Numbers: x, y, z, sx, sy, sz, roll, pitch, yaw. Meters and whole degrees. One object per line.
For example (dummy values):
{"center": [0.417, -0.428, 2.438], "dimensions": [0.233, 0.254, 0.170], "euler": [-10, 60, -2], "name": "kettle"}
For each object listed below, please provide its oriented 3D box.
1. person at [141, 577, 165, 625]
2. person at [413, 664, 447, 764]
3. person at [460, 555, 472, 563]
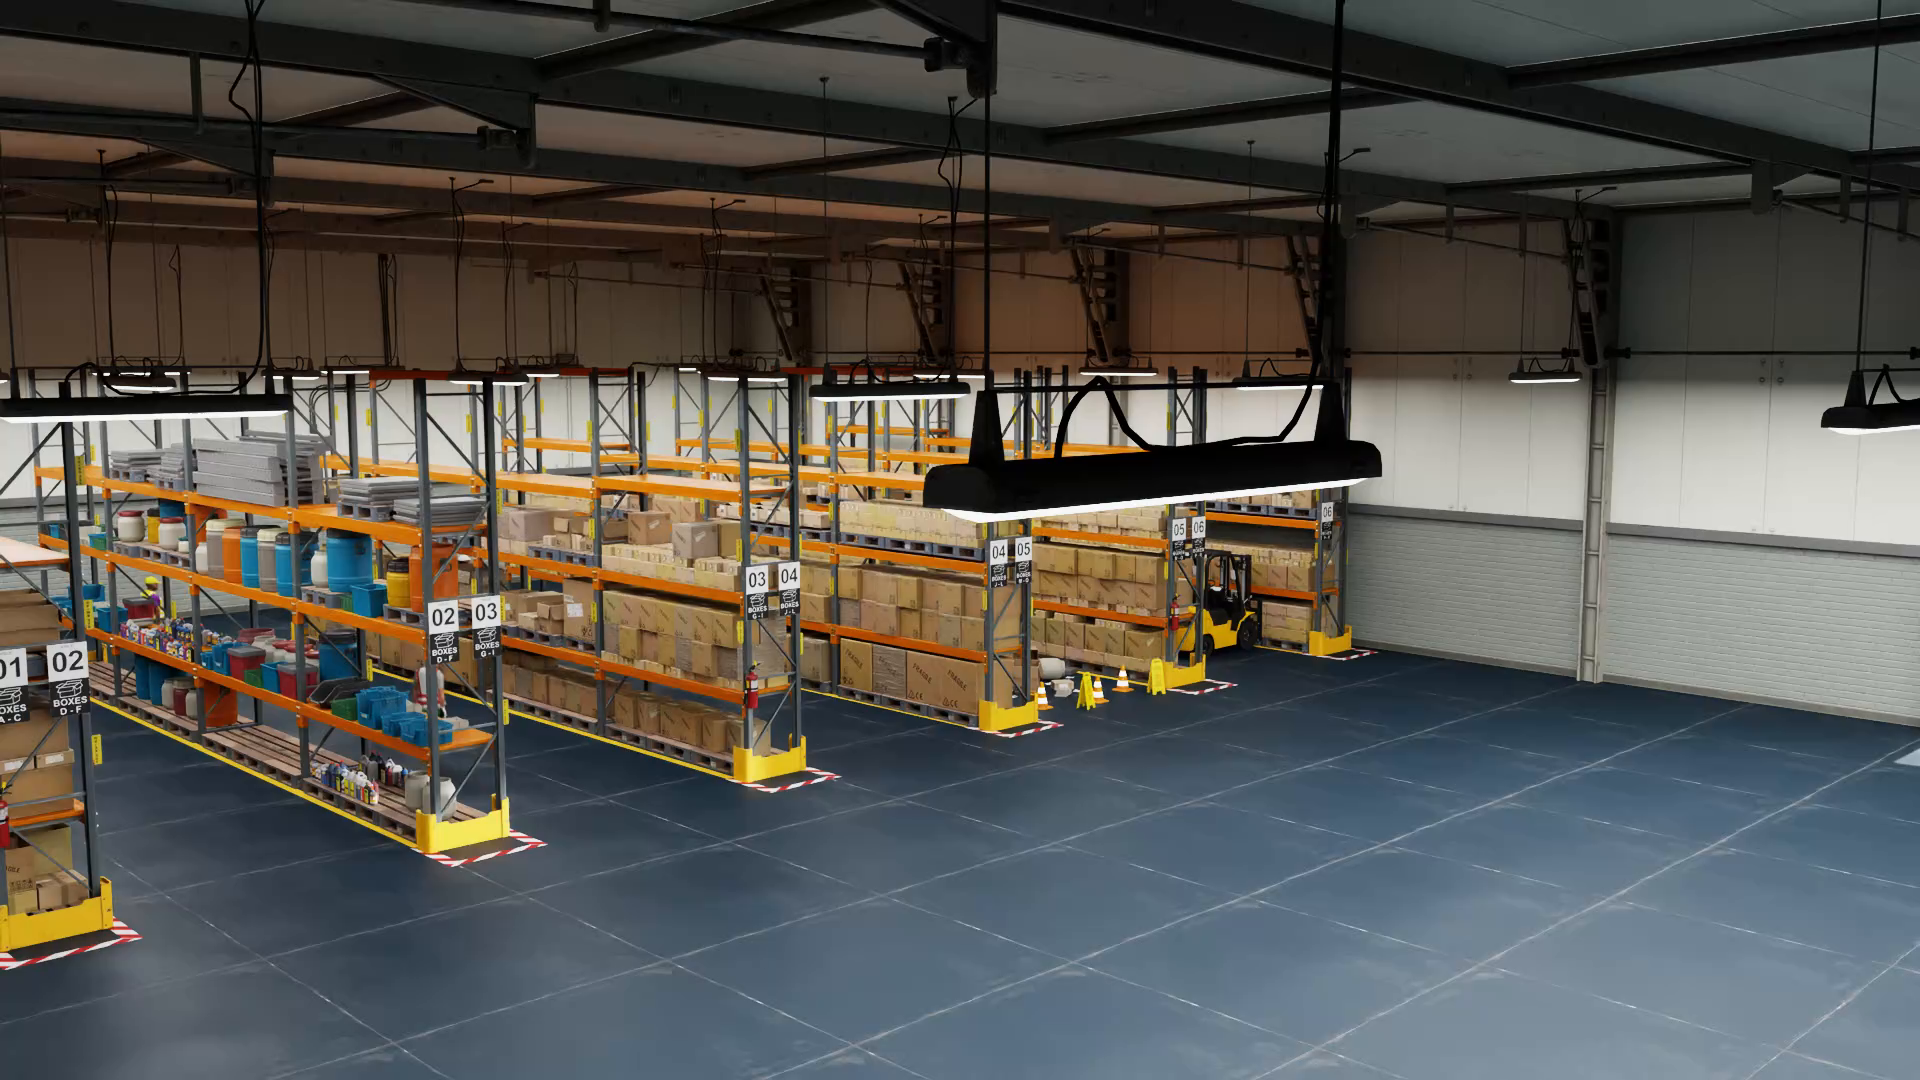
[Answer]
{"center": [-16.456, 1.631, 33.842], "dimensions": [0.525, 1.756, 0.555], "euler": [1, 6, 6], "name": "person"}
{"center": [-8.111, 2.570, 25.417], "dimensions": [0.518, 1.781, 0.669], "euler": [-1, 7, -8], "name": "person"}
{"center": [-11.309, 1.218, 37.905], "dimensions": [0.727, 1.764, 0.953], "euler": [-6, 9, -43], "name": "person"}
